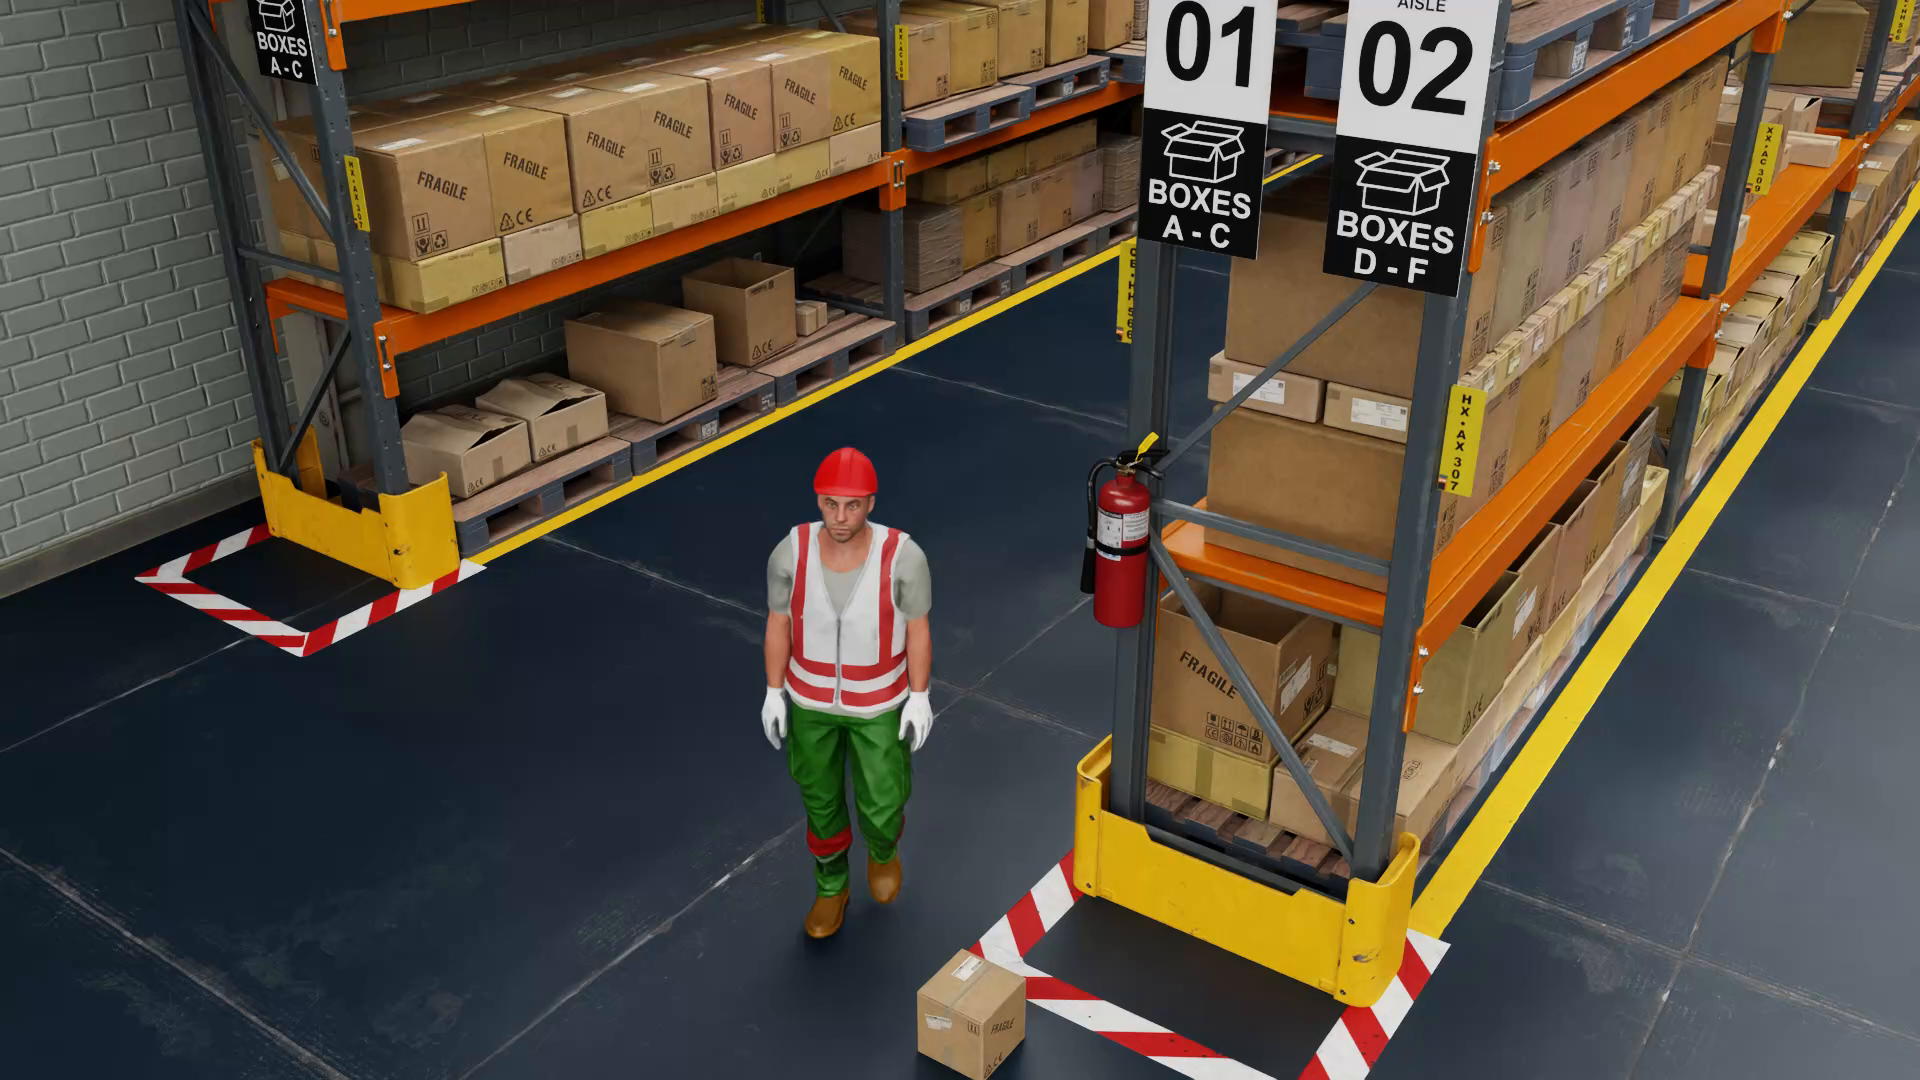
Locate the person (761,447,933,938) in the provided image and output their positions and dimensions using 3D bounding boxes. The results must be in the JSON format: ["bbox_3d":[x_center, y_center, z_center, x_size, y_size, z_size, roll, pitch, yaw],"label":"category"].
[{"bbox_3d":[-0.372,0.521,5.495,0.568,1.786,0.479,4,27,7],"label":"person"}]
